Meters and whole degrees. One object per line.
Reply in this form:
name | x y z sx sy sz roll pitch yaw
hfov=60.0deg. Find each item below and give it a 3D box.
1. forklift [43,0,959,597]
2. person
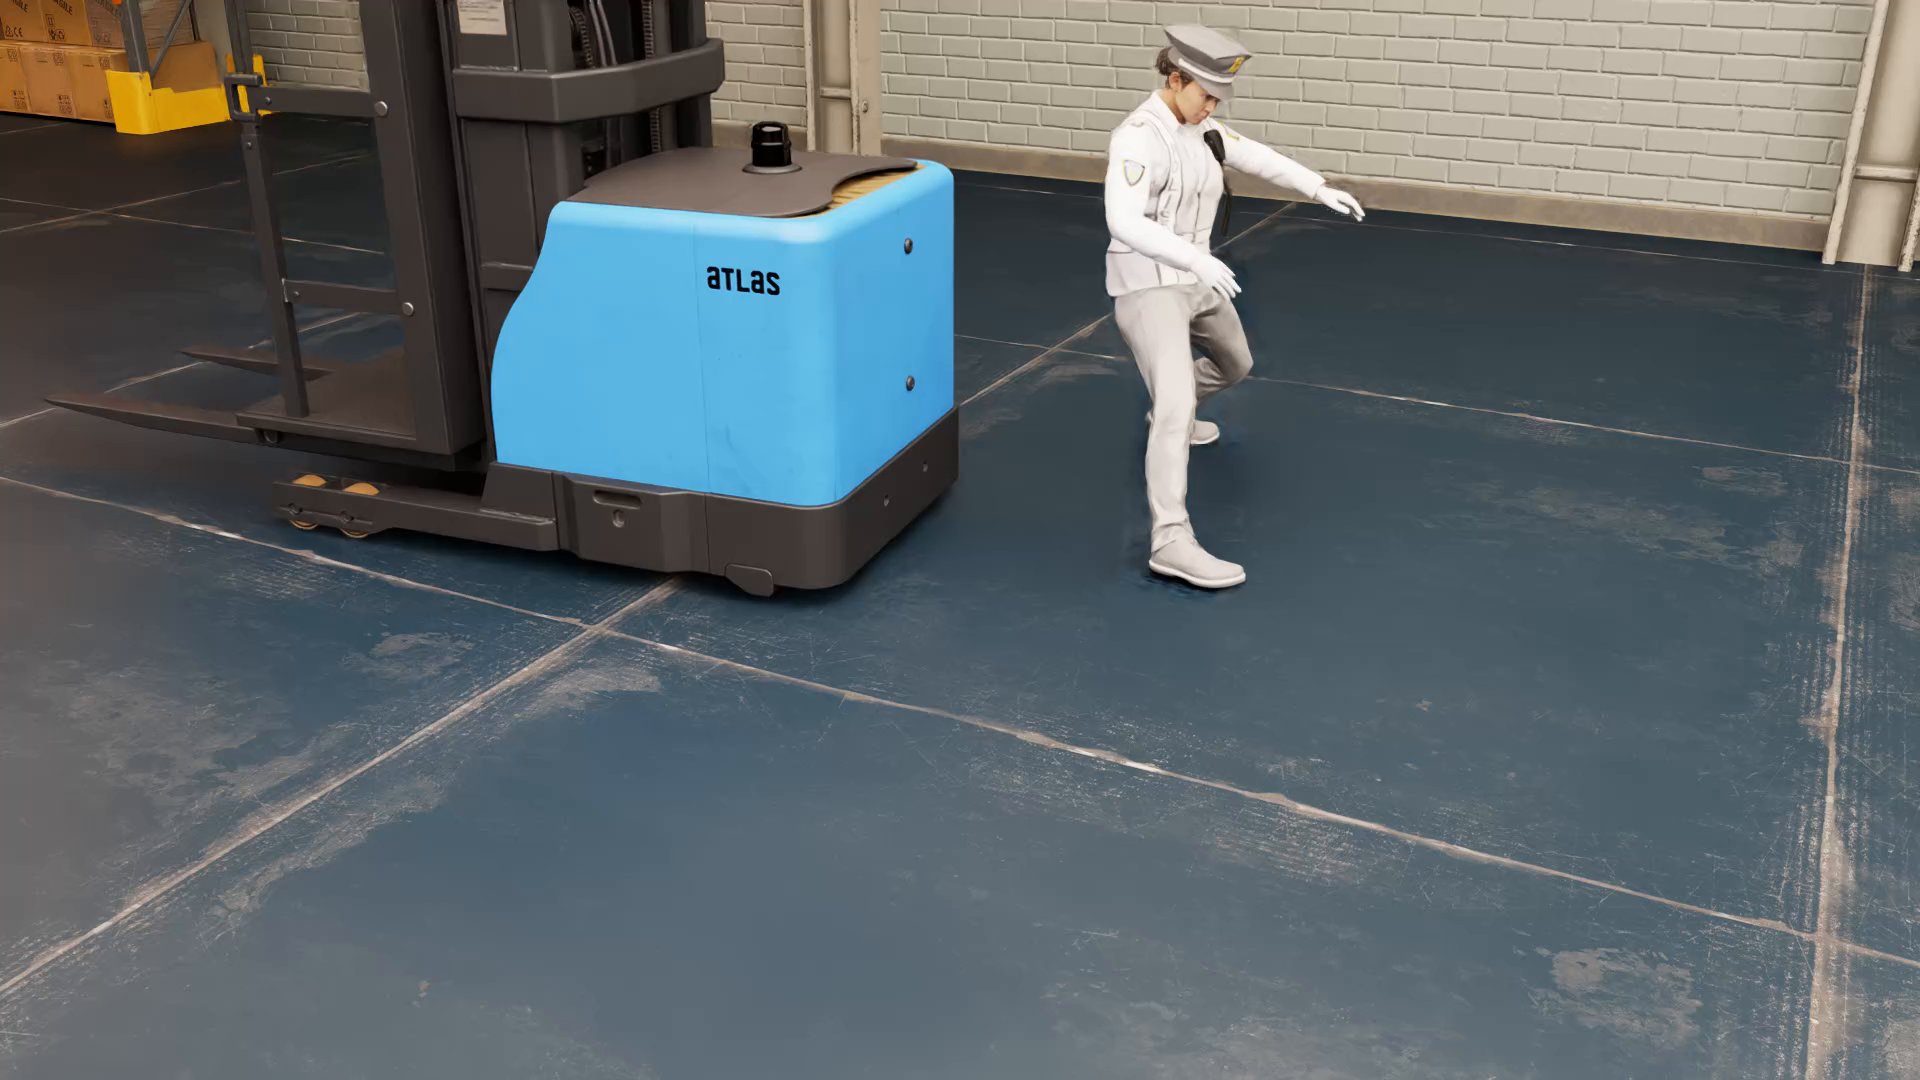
forklift | -1.575 -1.536 4.935 3.031 2.935 1.130 8 24 19
person | 0.765 -0.792 5.056 0.910 1.481 1.176 17 29 35
